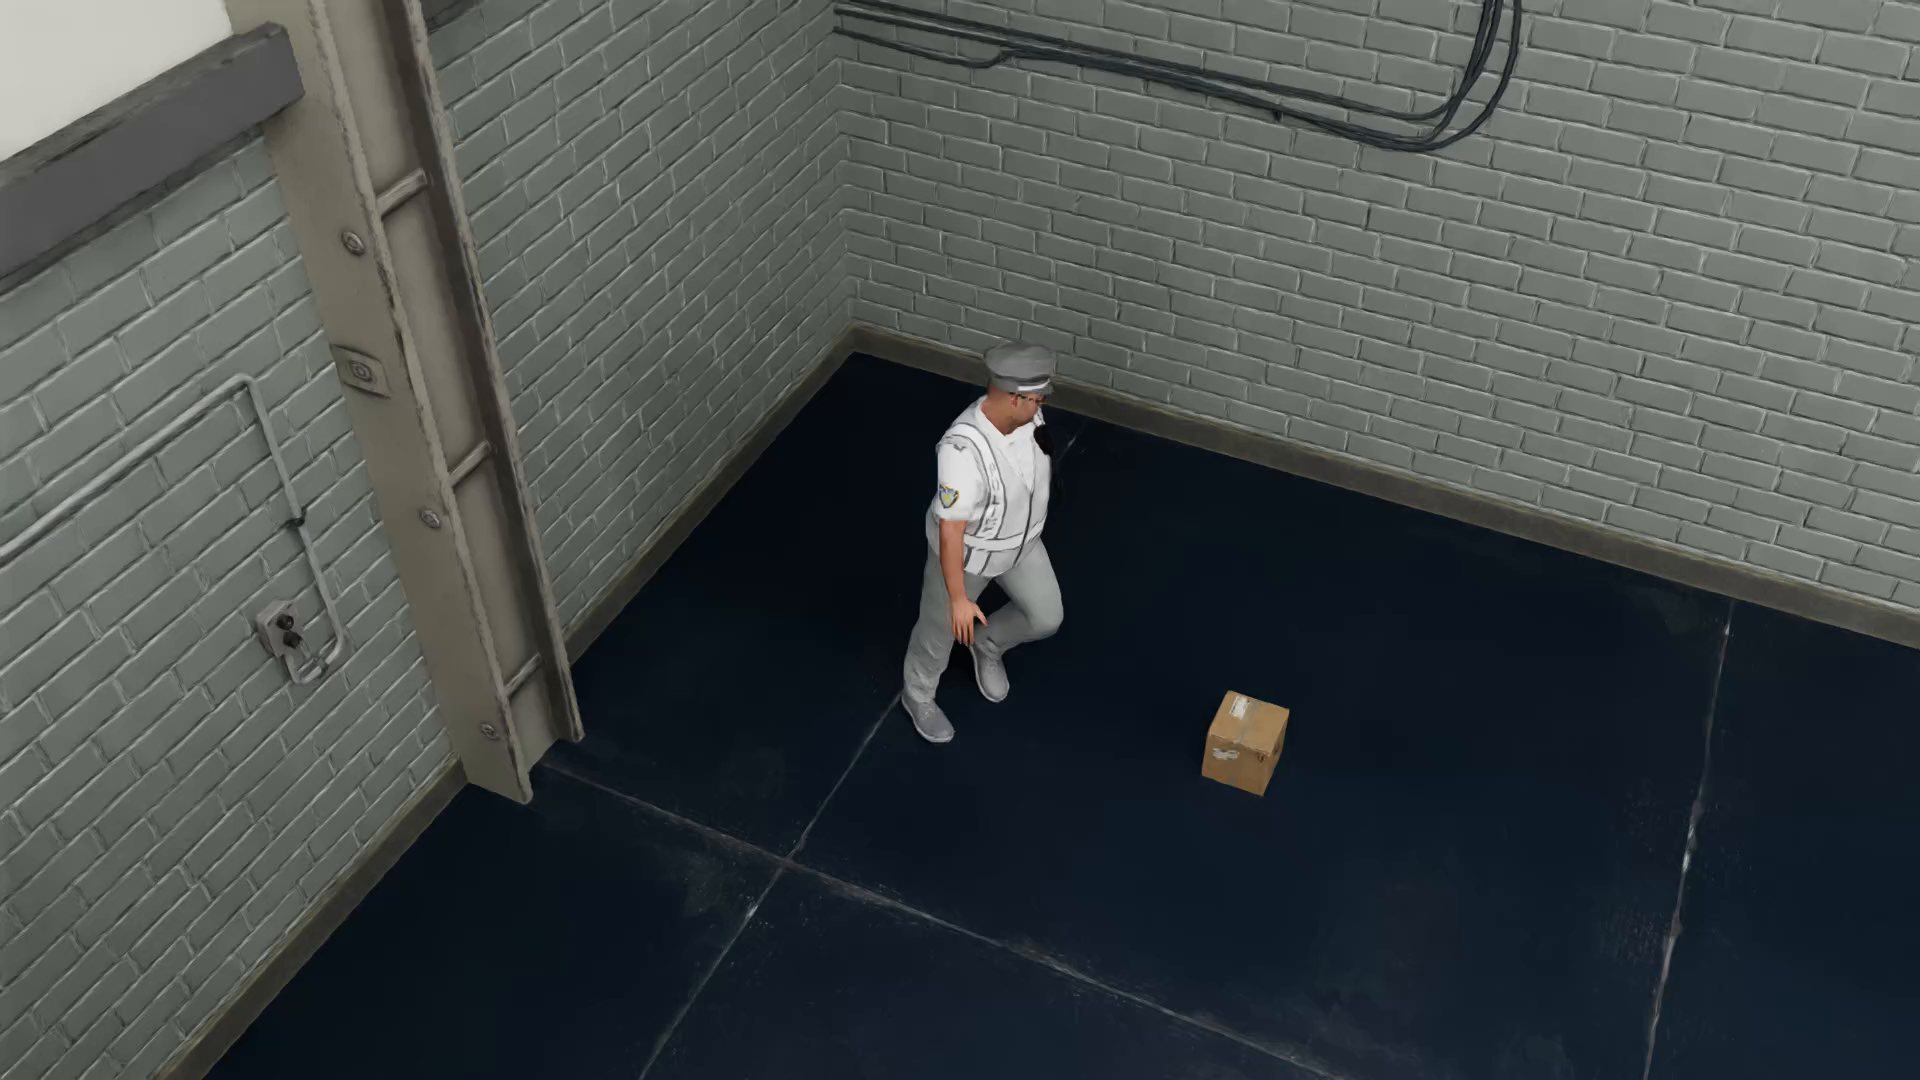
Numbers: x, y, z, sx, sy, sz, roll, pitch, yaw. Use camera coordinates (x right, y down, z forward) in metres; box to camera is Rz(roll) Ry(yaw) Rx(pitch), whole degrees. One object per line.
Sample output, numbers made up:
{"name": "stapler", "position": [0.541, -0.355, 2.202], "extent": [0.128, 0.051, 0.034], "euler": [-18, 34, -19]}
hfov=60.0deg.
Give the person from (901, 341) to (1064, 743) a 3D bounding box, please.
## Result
{"name": "person", "position": [0.092, 0.039, 6.115], "extent": [0.627, 1.711, 0.523], "euler": [-29, 49, -29]}
